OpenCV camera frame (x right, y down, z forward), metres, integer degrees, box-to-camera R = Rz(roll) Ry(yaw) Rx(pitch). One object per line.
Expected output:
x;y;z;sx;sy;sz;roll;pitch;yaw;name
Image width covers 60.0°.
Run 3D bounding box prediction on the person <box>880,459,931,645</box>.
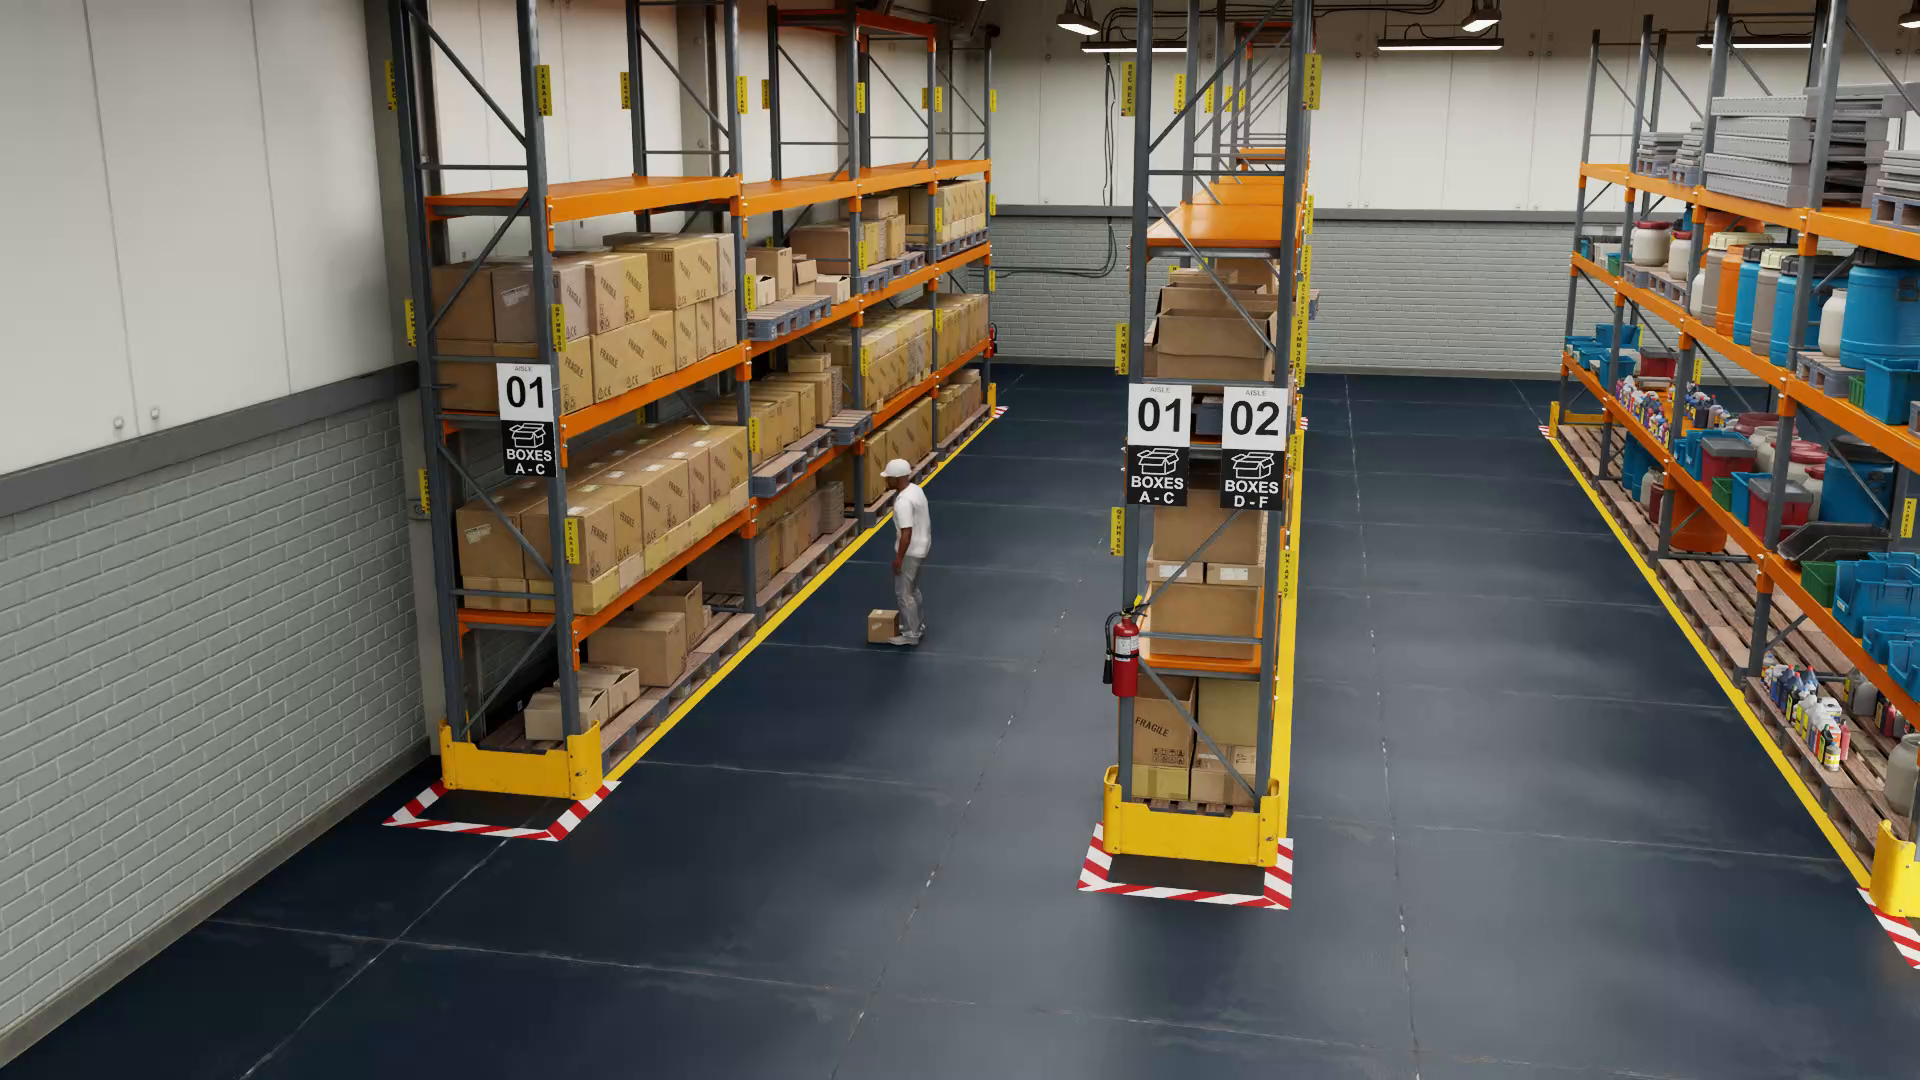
-0.506;0.101;15.584;0.460;1.761;0.637;3;15;10;person
